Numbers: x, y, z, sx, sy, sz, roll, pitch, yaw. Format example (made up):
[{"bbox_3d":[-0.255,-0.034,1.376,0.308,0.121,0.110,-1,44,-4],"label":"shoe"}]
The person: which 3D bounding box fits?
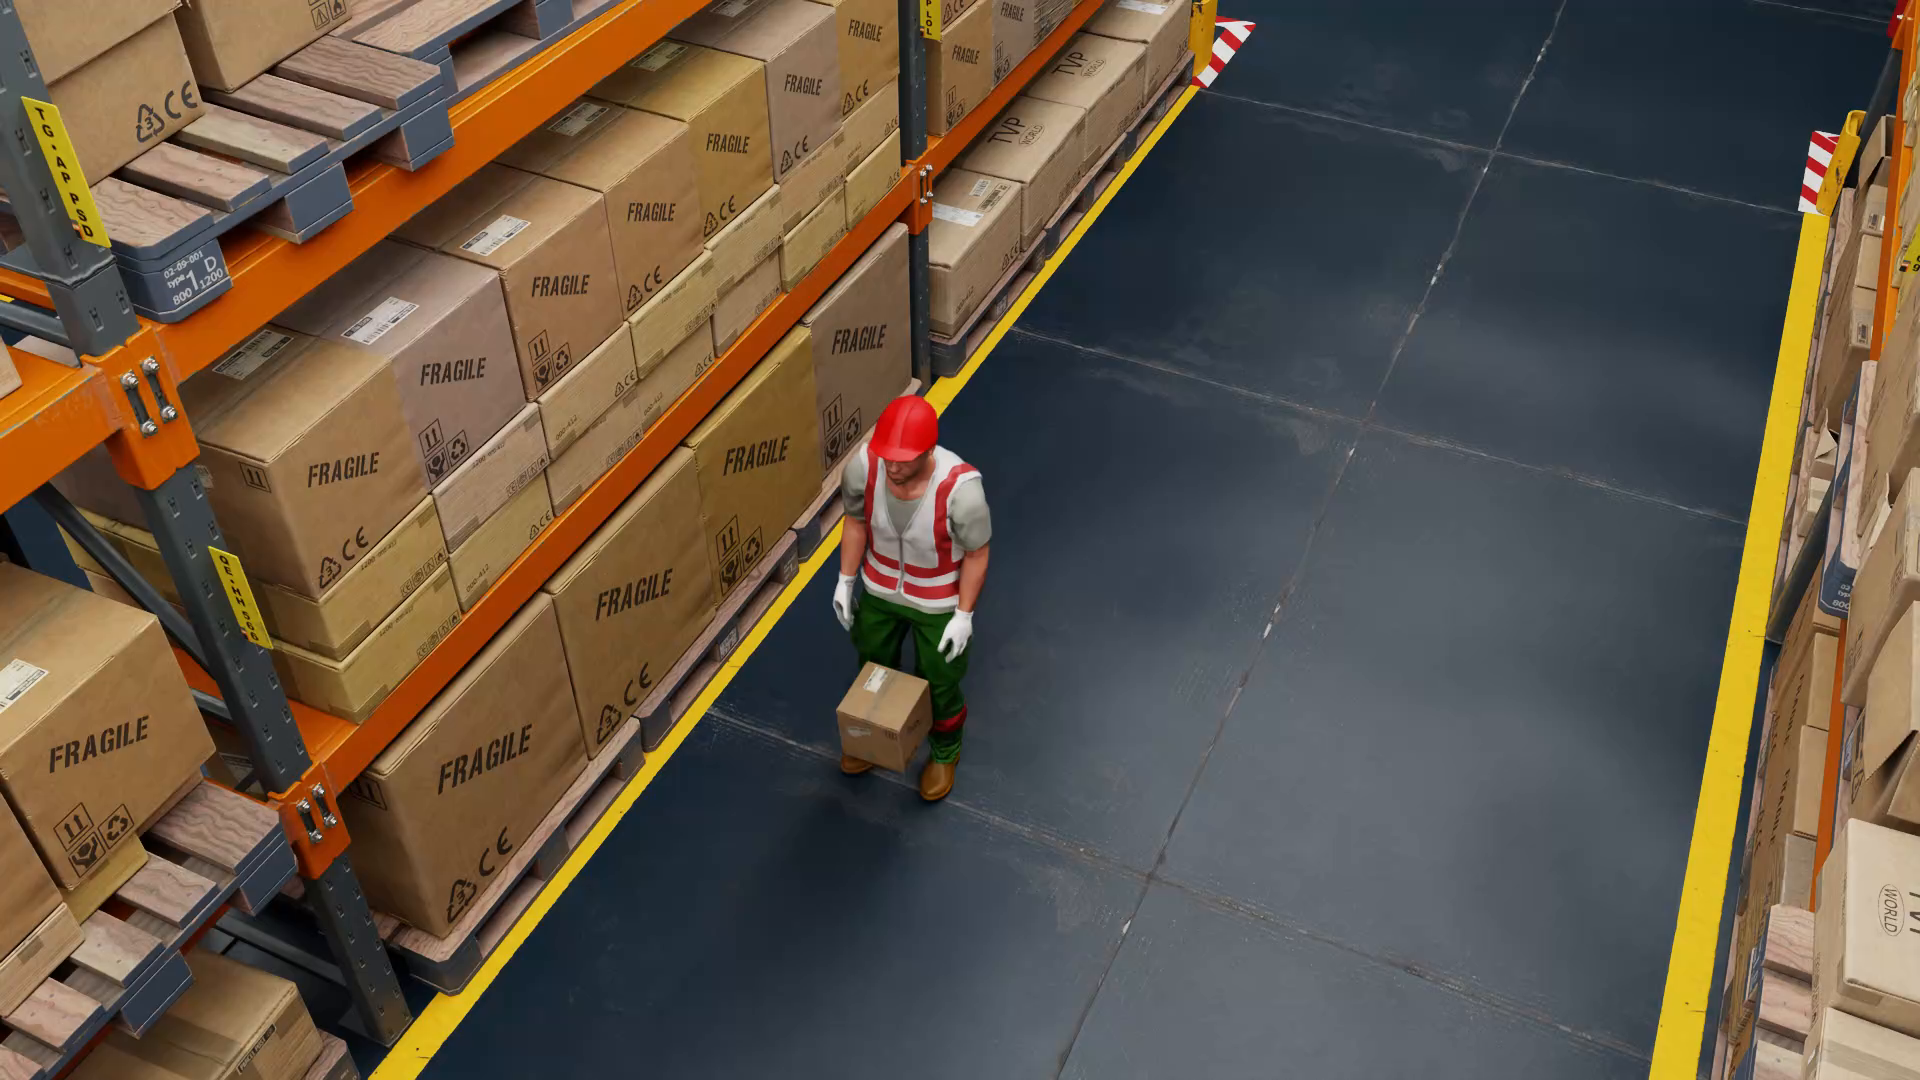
[{"bbox_3d":[-0.163,0.212,5.910,0.614,1.778,0.452,15,44,16],"label":"person"}]
